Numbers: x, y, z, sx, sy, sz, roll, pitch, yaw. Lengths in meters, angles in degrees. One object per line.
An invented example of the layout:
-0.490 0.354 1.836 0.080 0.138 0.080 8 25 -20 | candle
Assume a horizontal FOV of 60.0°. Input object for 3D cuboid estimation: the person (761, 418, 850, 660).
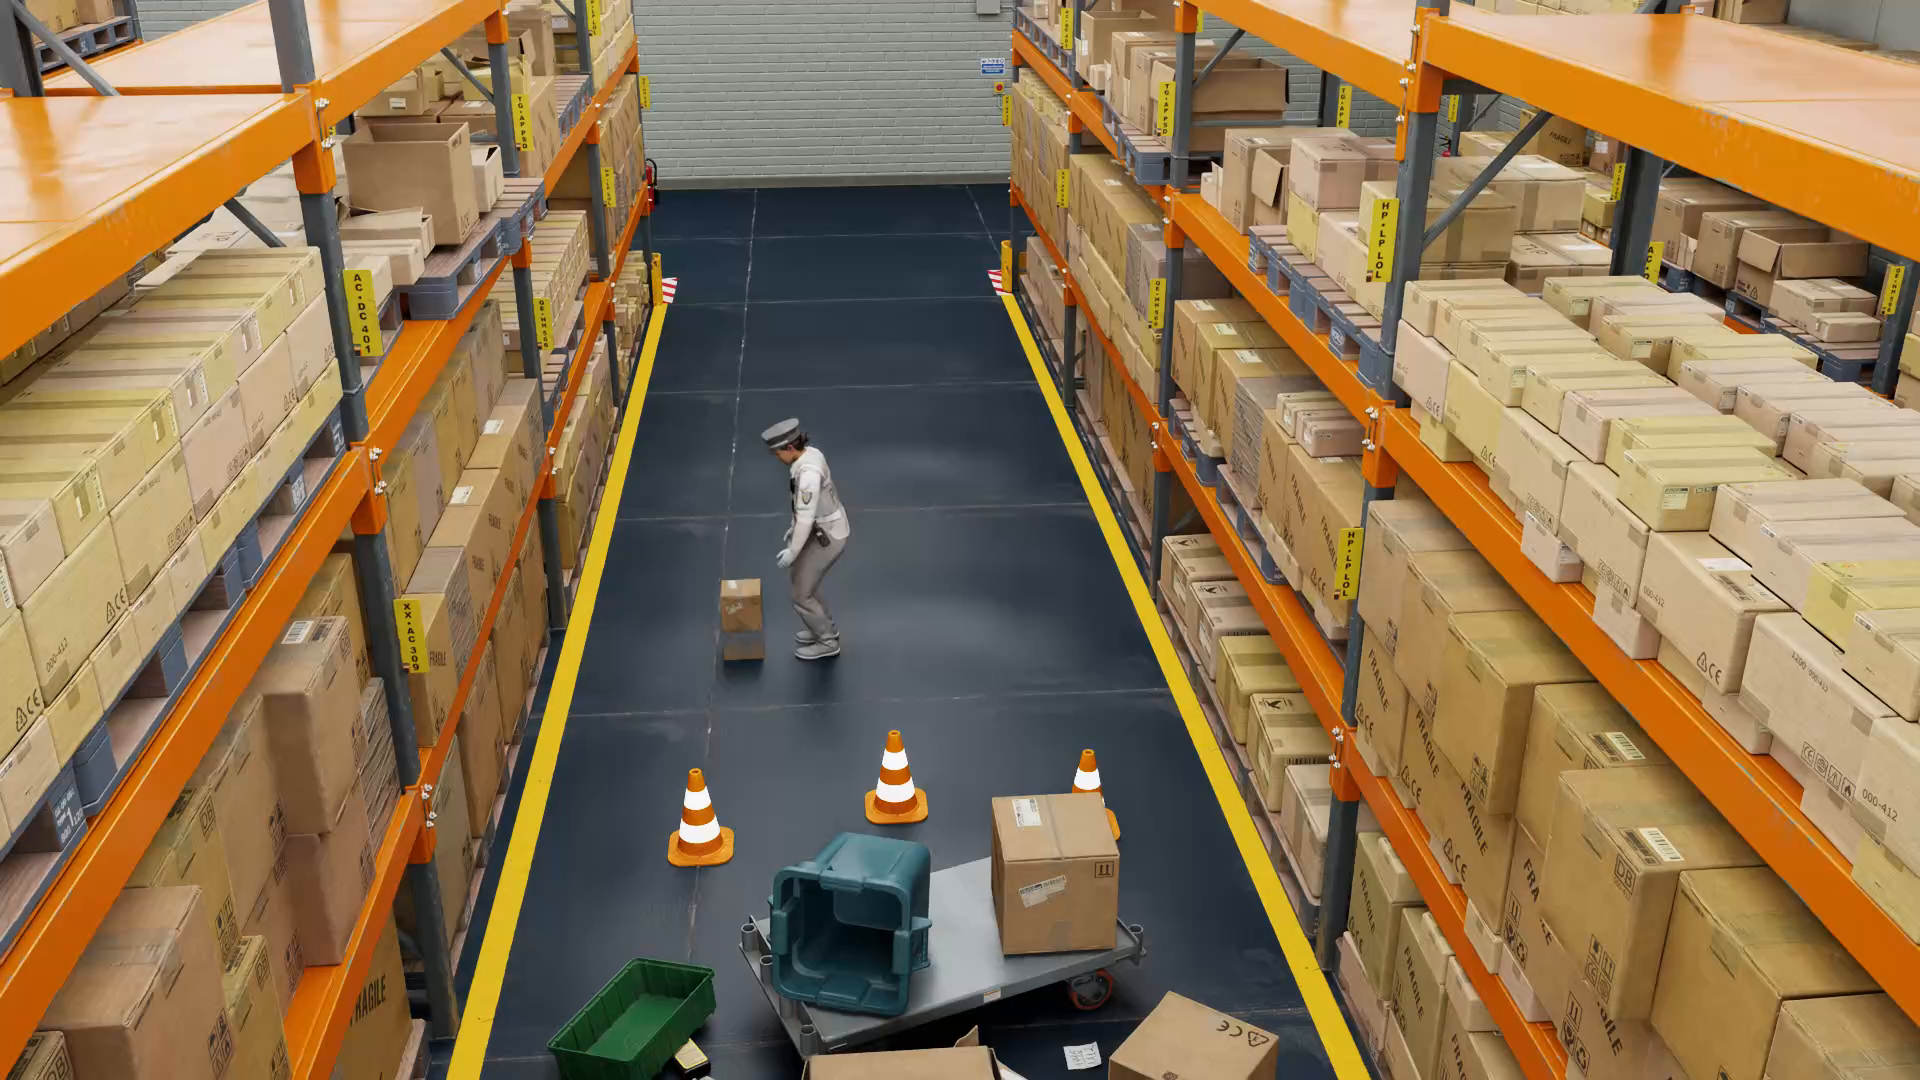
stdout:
-0.953 -0.005 10.441 0.526 1.576 0.516 -2 24 -4 | person
